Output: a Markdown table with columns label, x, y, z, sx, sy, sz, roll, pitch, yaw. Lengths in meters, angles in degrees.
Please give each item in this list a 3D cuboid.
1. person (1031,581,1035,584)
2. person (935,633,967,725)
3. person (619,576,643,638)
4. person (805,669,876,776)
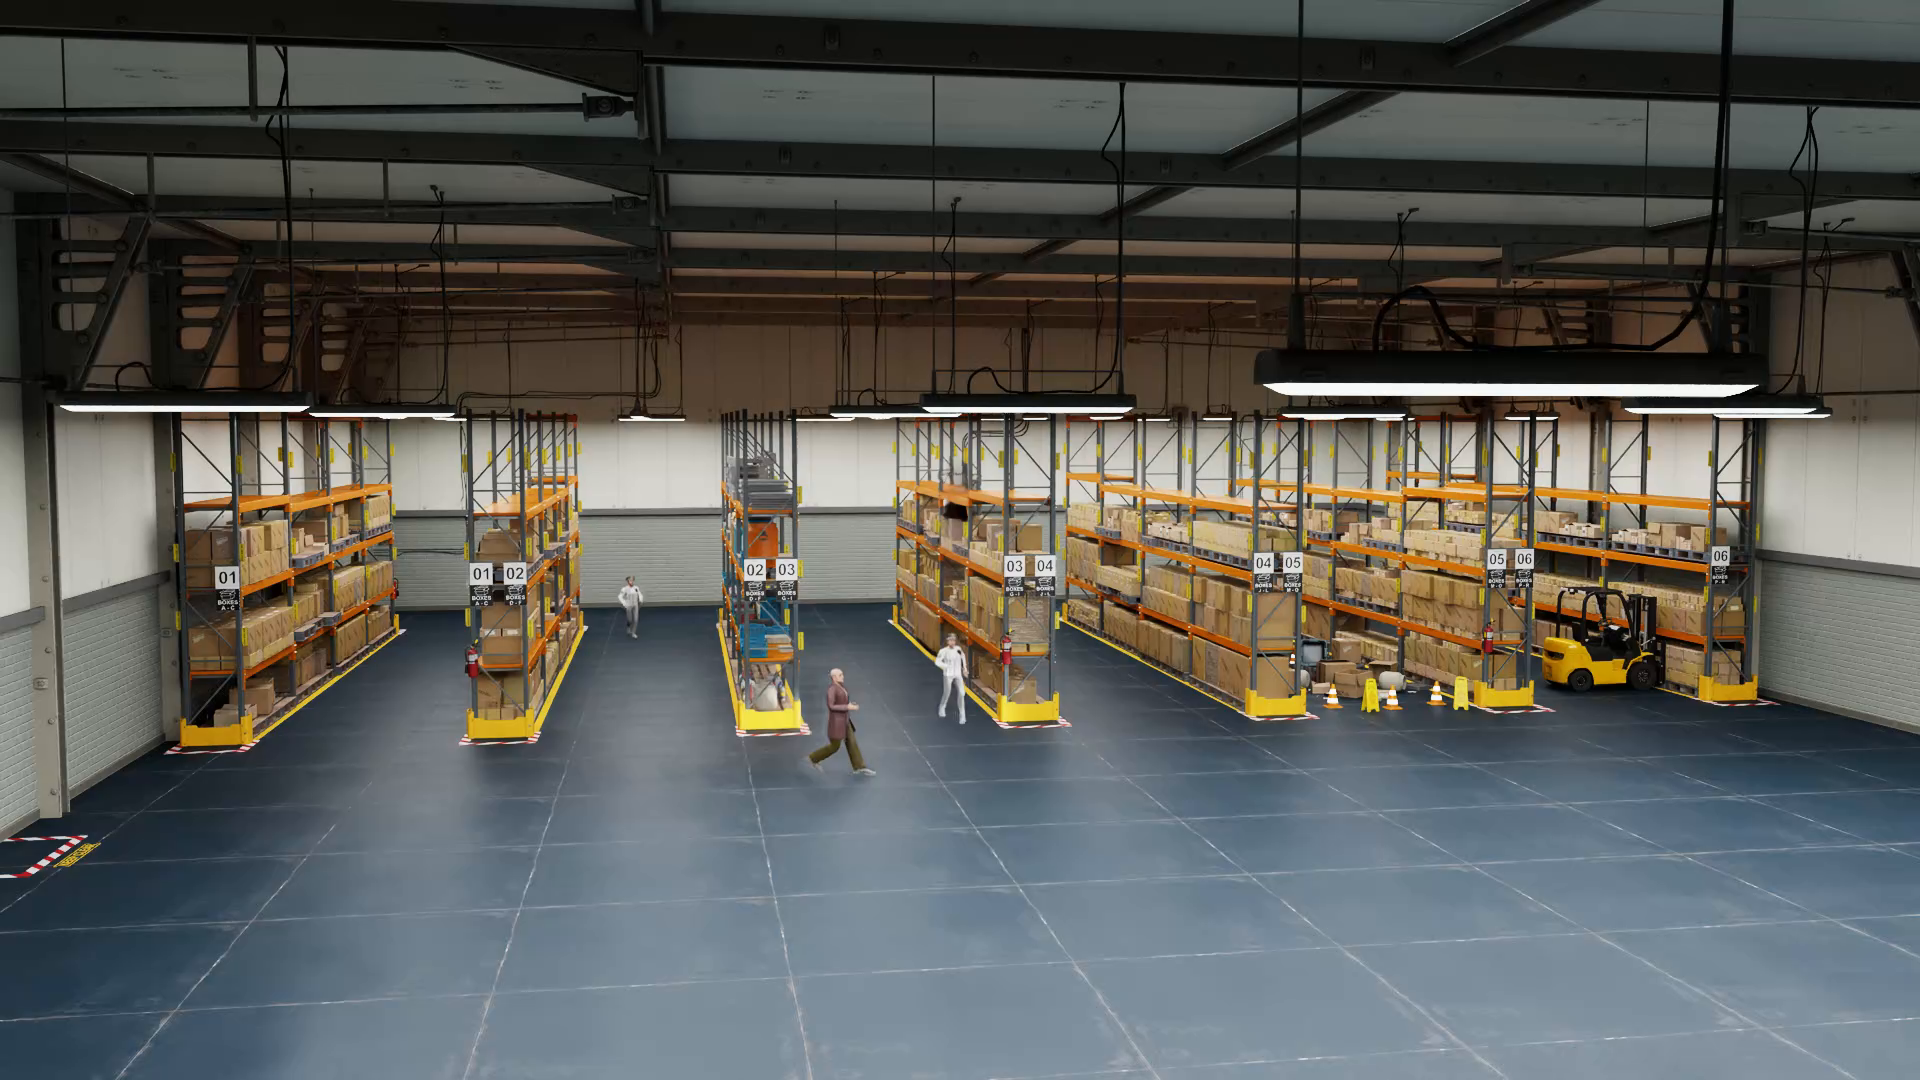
| label | x | y | z | sx | sy | sz | roll | pitch | yaw |
| --- | --- | --- | --- | --- | --- | --- | --- | --- | --- |
| person | 2.131 | 1.602 | 46.560 | 0.679 | 1.723 | 0.753 | 0 | 4 | 0 |
| person | -0.173 | 2.641 | 32.019 | 0.673 | 1.733 | 0.862 | -1 | 4 | -20 |
| person | -8.815 | 1.792 | 44.696 | 0.660 | 1.678 | 0.583 | -2 | 5 | -31 |
| person | -1.926 | 2.938 | 26.847 | 1.153 | 1.737 | 0.727 | 1 | 4 | 15 |
